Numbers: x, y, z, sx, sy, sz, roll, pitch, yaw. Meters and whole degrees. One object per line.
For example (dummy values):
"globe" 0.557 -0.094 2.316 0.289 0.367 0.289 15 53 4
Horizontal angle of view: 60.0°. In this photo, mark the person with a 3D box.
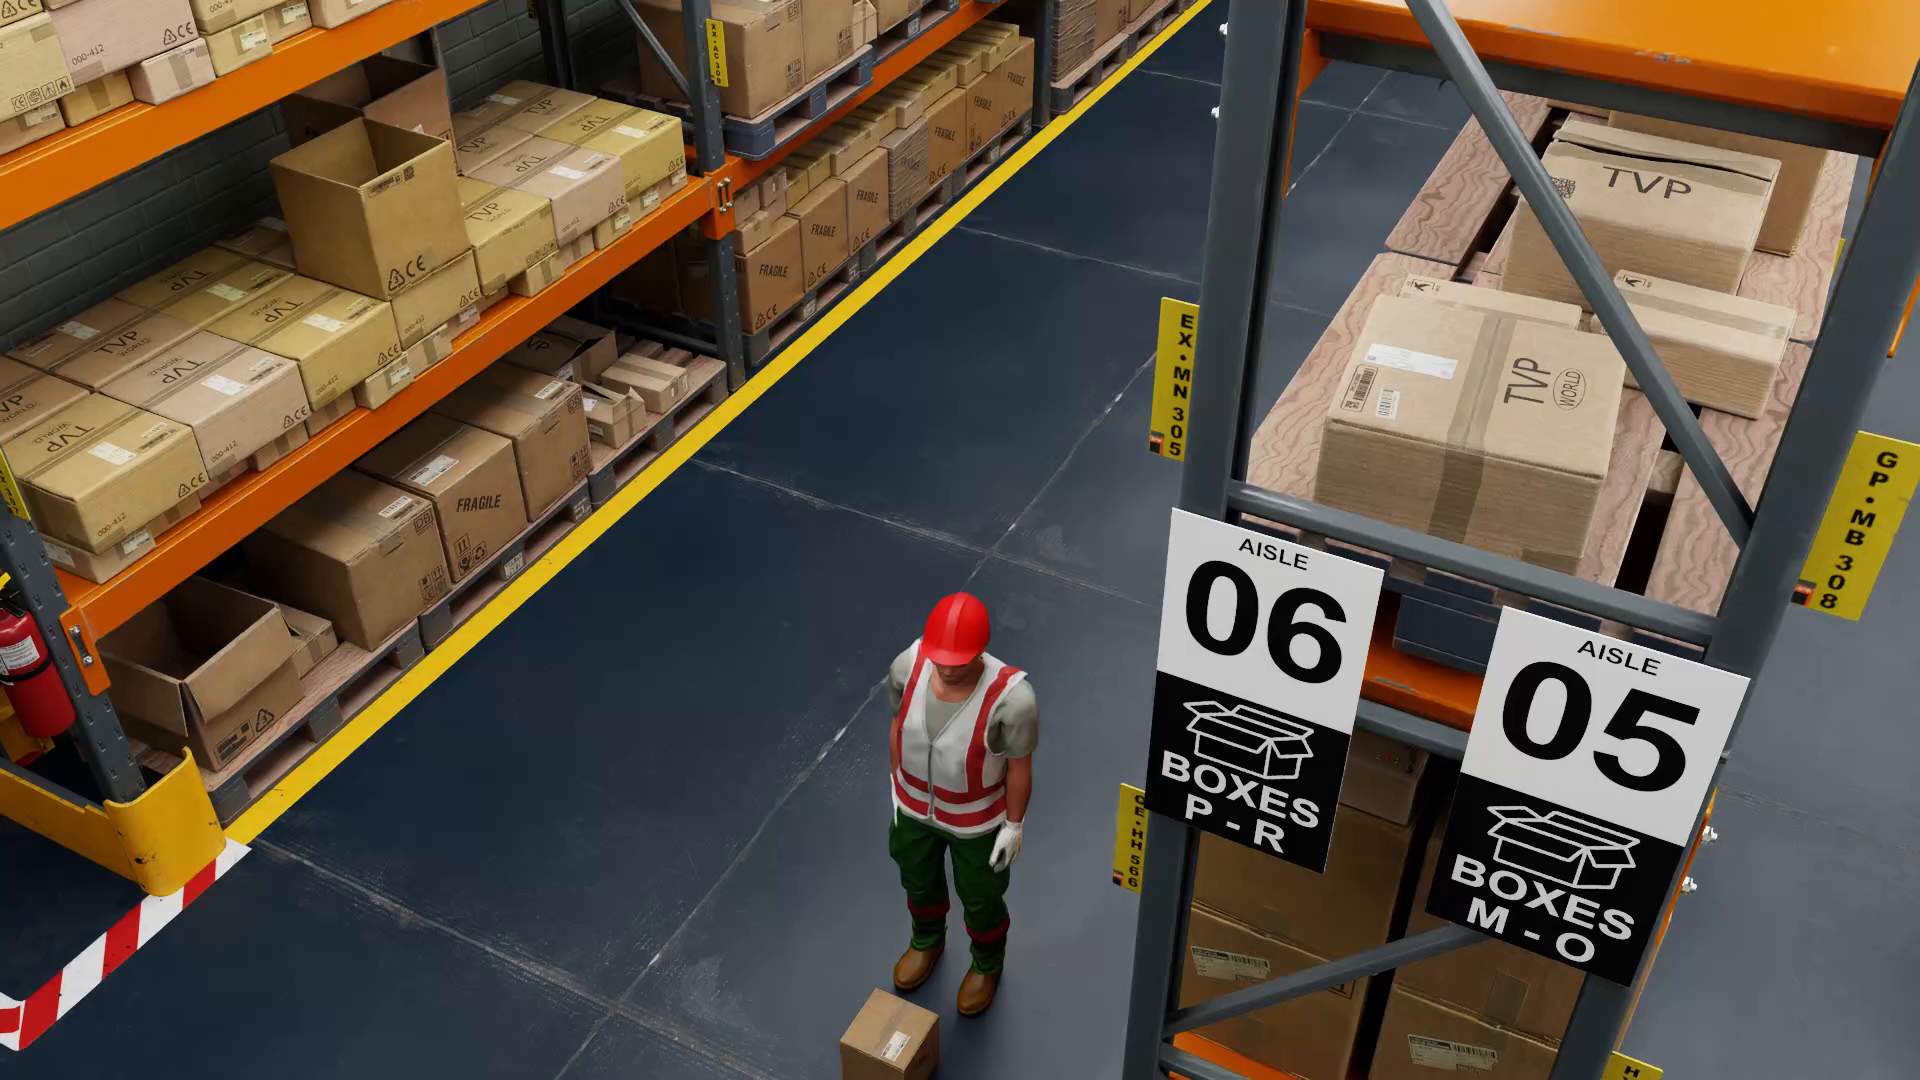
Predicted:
"person" -0.013 0.889 5.580 0.526 1.781 0.346 17 41 21
